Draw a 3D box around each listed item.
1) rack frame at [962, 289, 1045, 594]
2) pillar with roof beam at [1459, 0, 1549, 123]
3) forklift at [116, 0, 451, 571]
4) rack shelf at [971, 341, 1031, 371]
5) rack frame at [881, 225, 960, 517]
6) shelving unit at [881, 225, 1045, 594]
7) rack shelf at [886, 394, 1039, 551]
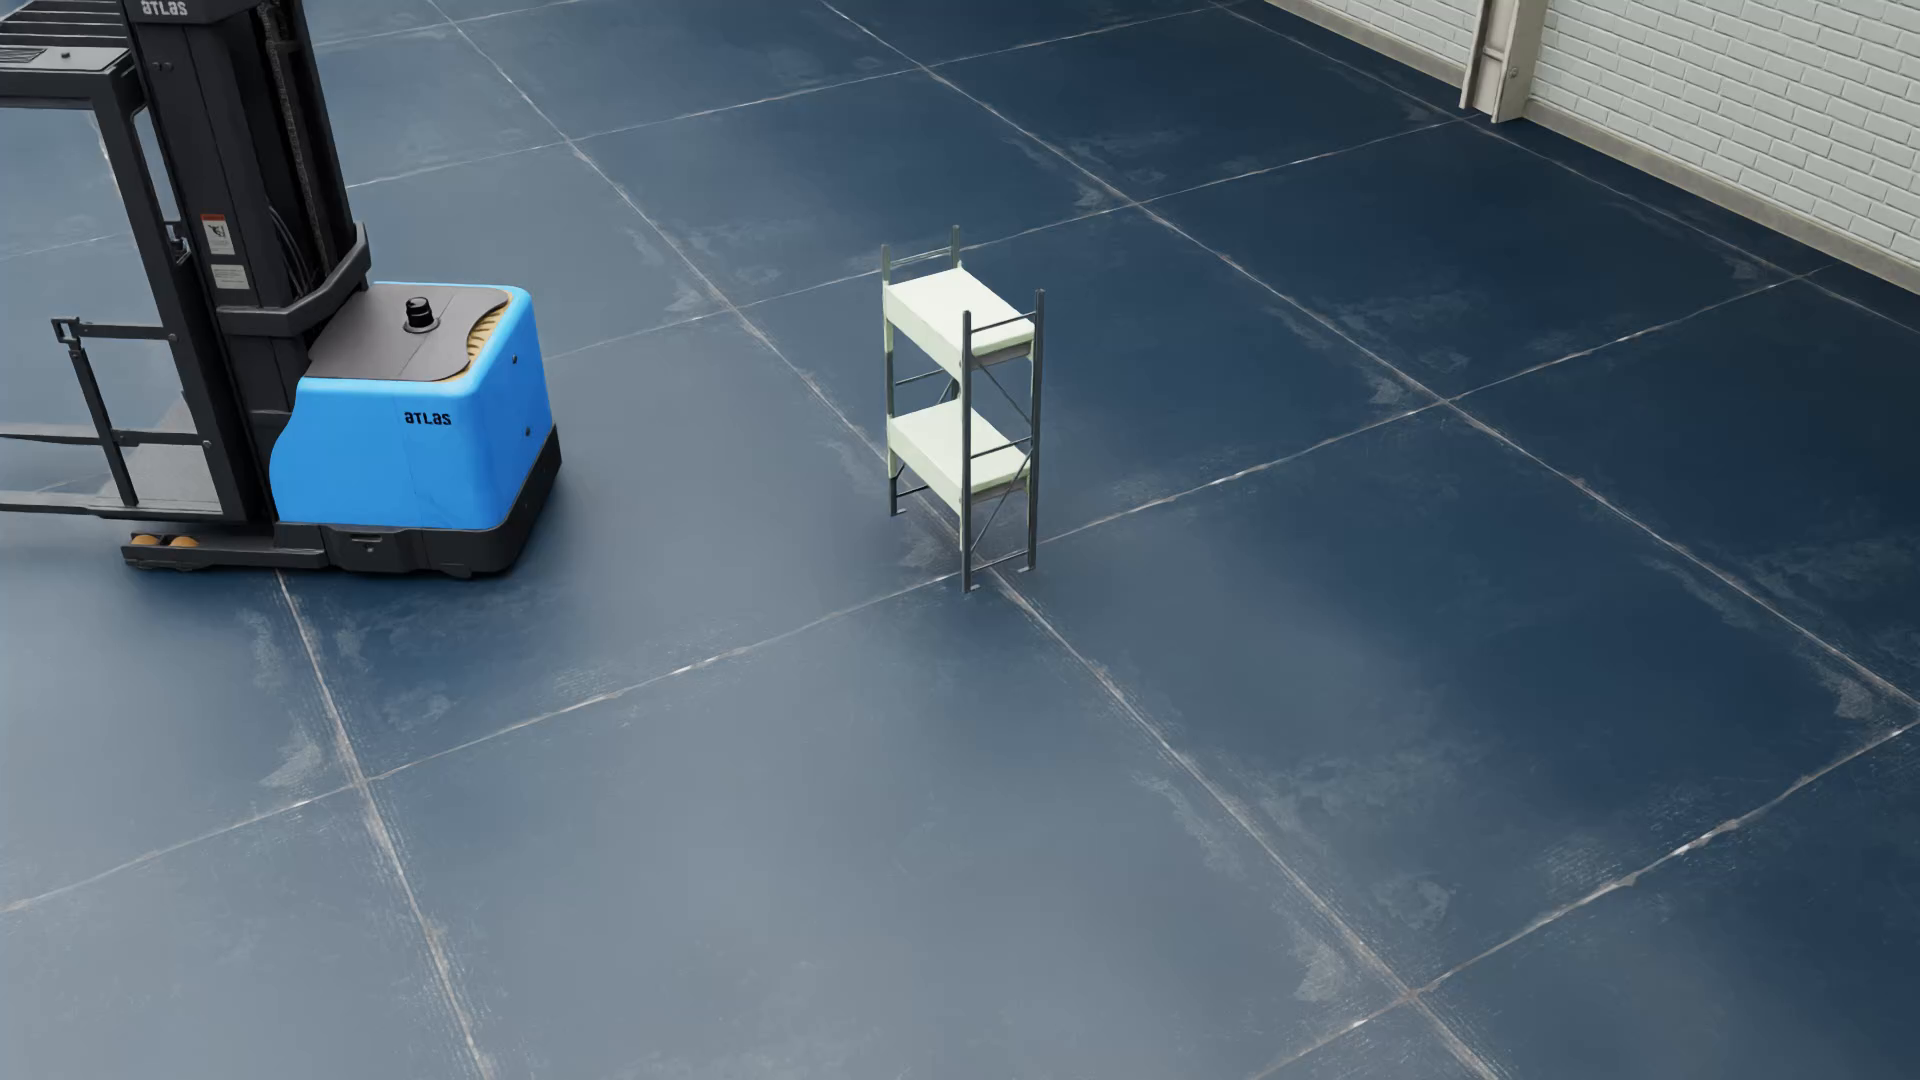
[{"bbox_3d":[0.187,-0.416,7.547,0.400,1.500,0.023,-19,40,-24],"label":"rack frame"},{"bbox_3d":[0.356,-5.649,8.354,9.100,9.000,0.400,-19,40,-24],"label":"pillar with roof beam"},{"bbox_3d":[-12.197,-13.402,18.960,22.350,9.011,32.329,2,36,3],"label":"forklift"},{"bbox_3d":[0.003,-0.975,7.531,0.332,0.071,0.664,-19,40,-24],"label":"rack shelf"},{"bbox_3d":[-0.181,-0.789,8.059,0.400,1.500,0.023,-19,40,-24],"label":"rack frame"},{"bbox_3d":[-7.371,-8.104,18.074,6.000,1.500,30.159,-19,40,-24],"label":"shelving unit"},{"bbox_3d":[-7.375,-7.749,18.343,6.000,0.609,30.141,-19,40,-24],"label":"rack shelf"}]
